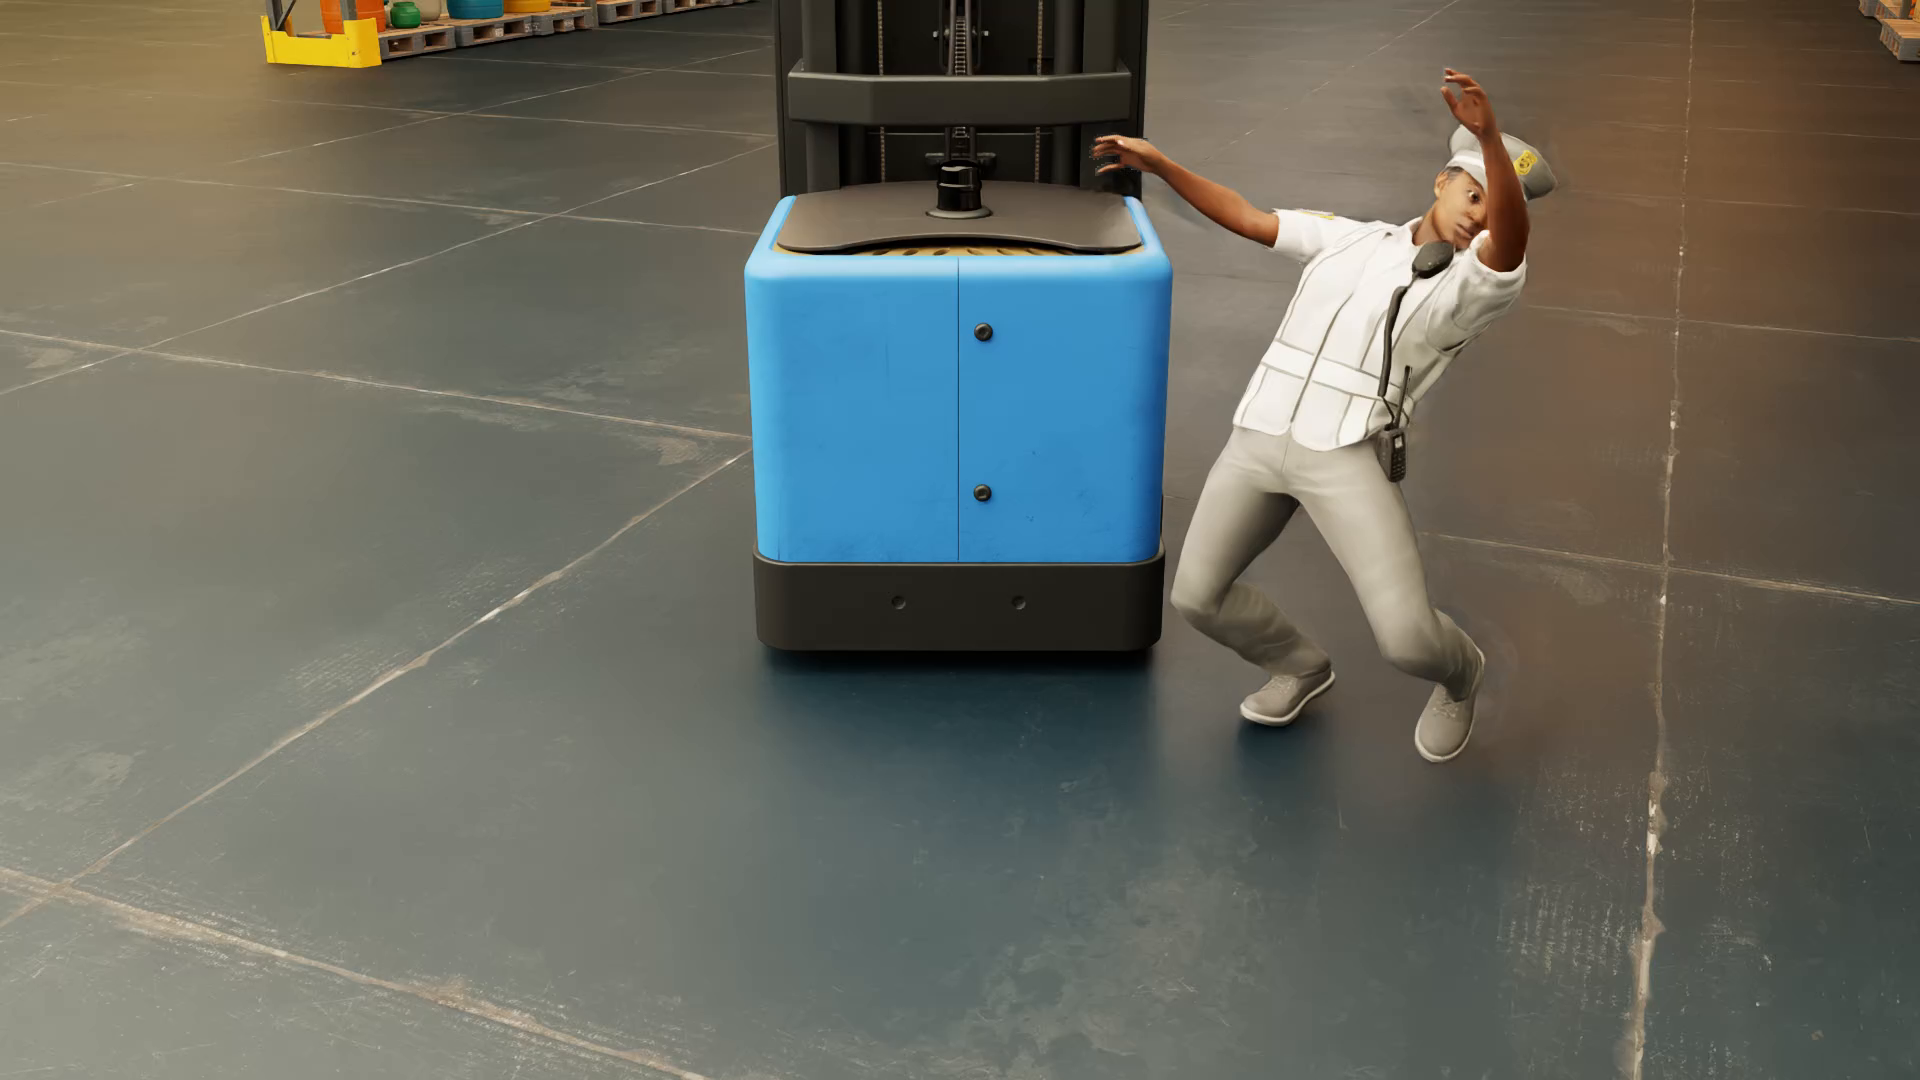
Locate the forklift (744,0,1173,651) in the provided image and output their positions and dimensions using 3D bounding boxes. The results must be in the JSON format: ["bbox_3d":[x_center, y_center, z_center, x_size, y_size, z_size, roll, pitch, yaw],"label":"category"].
[{"bbox_3d":[0.002,-1.587,5.089,1.130,2.935,3.031,0,23,0],"label":"forklift"}]

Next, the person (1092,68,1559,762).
[{"bbox_3d":[0.829,-0.313,3.769,0.941,1.575,0.688,19,29,38],"label":"person"}]
